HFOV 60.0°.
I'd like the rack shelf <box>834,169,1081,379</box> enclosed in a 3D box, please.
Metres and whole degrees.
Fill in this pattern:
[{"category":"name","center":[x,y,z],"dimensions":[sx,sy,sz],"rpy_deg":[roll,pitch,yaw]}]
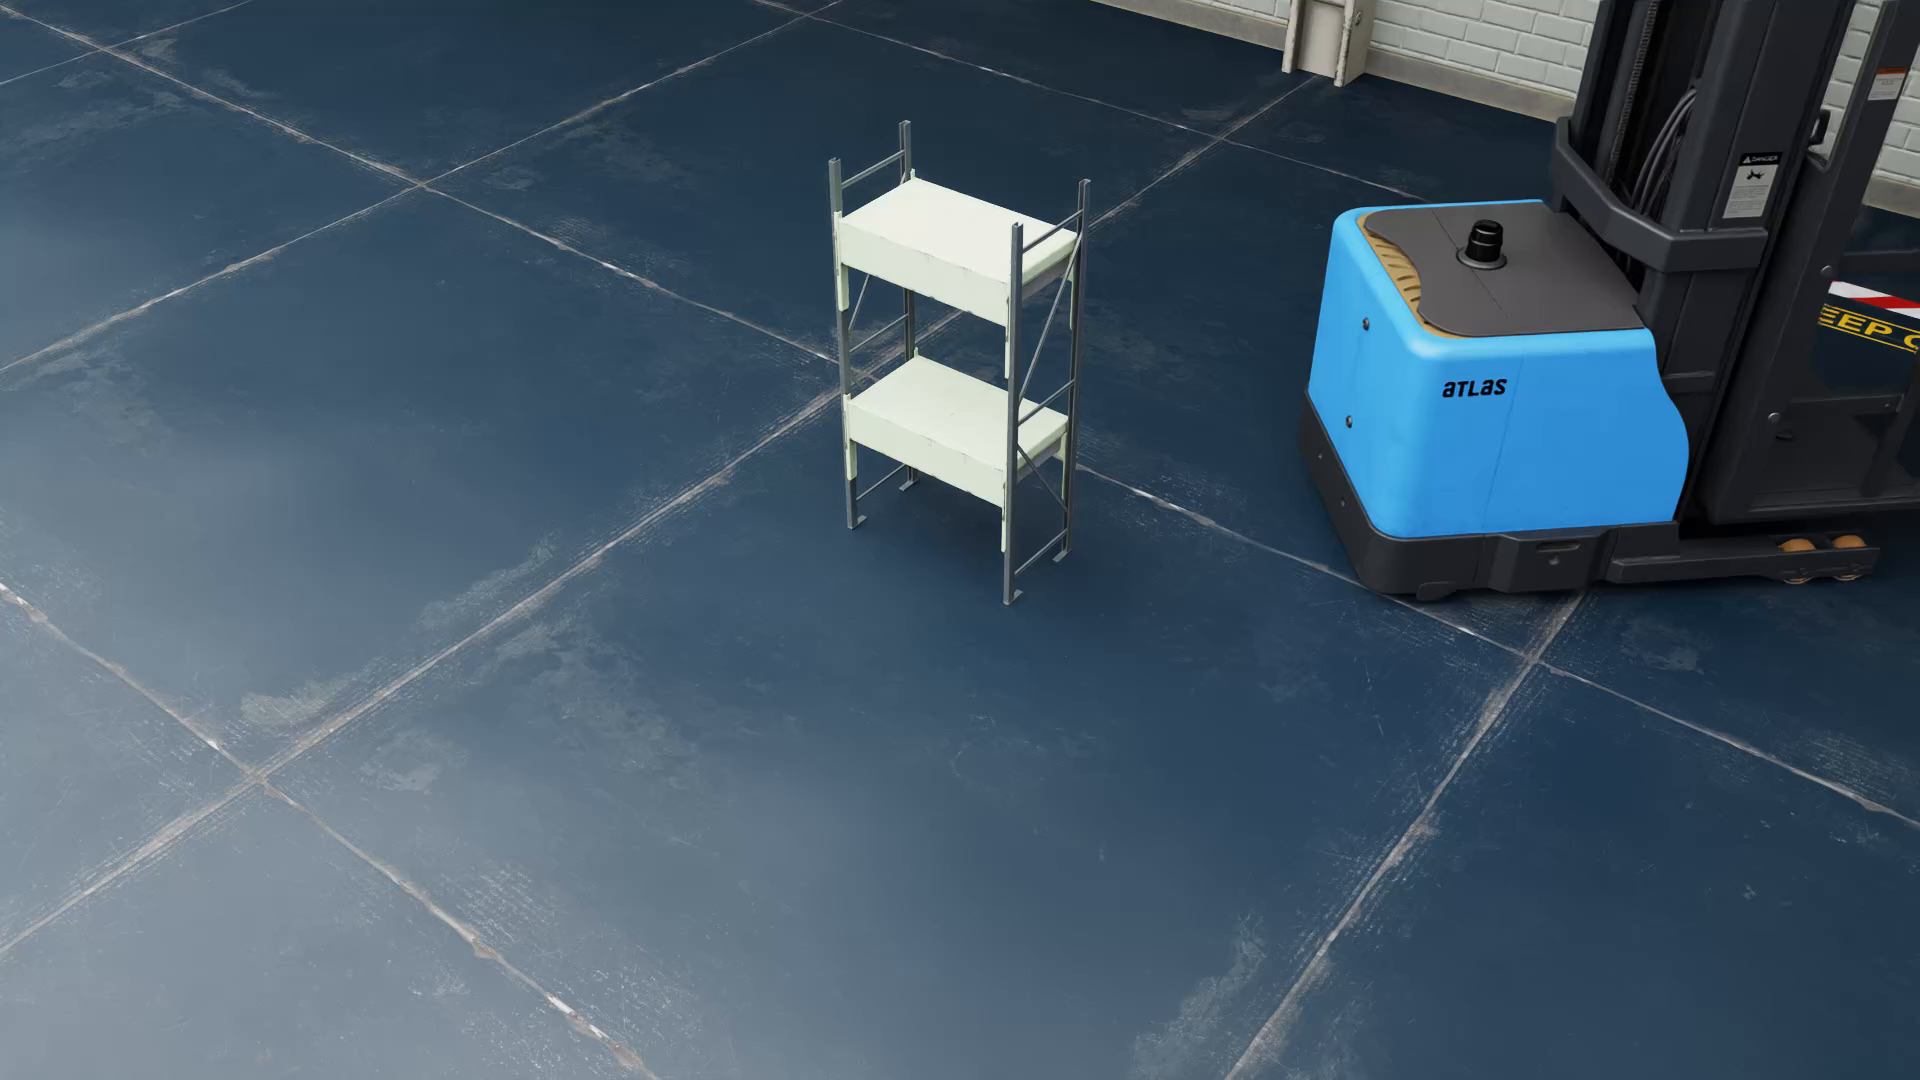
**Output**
[{"category":"rack shelf","center":[-0.005,-0.900,5.550],"dimensions":[0.720,0.370,0.431],"rpy_deg":[25,45,29]}]

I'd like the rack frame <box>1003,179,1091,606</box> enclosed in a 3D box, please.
[{"category":"rack frame","center":[0.285,-0.456,5.616],"dimensions":[0.023,1.500,0.400],"rpy_deg":[25,45,29]}]

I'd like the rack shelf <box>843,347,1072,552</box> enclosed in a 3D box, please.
[{"category":"rack shelf","center":[-0.005,-0.336,5.992],"dimensions":[0.720,0.370,0.431],"rpy_deg":[25,45,29]}]

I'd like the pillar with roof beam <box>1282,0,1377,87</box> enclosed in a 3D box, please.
[{"category":"pillar with roof beam","center":[-0.477,-4.195,4.309],"dimensions":[0.400,9.000,9.100],"rpy_deg":[25,45,29]}]

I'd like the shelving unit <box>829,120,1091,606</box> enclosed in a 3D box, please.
[{"category":"shelving unit","center":[-0.005,-0.593,5.791],"dimensions":[0.755,1.500,0.431],"rpy_deg":[25,45,29]}]

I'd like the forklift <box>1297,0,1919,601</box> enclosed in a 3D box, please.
[{"category":"forklift","center":[2.894,-1.317,5.554],"dimensions":[3.031,2.935,1.130],"rpy_deg":[-4,38,-5]}]

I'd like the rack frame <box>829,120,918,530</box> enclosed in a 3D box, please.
[{"category":"rack frame","center":[-0.296,-0.730,5.966],"dimensions":[0.023,1.500,0.400],"rpy_deg":[25,45,29]}]
